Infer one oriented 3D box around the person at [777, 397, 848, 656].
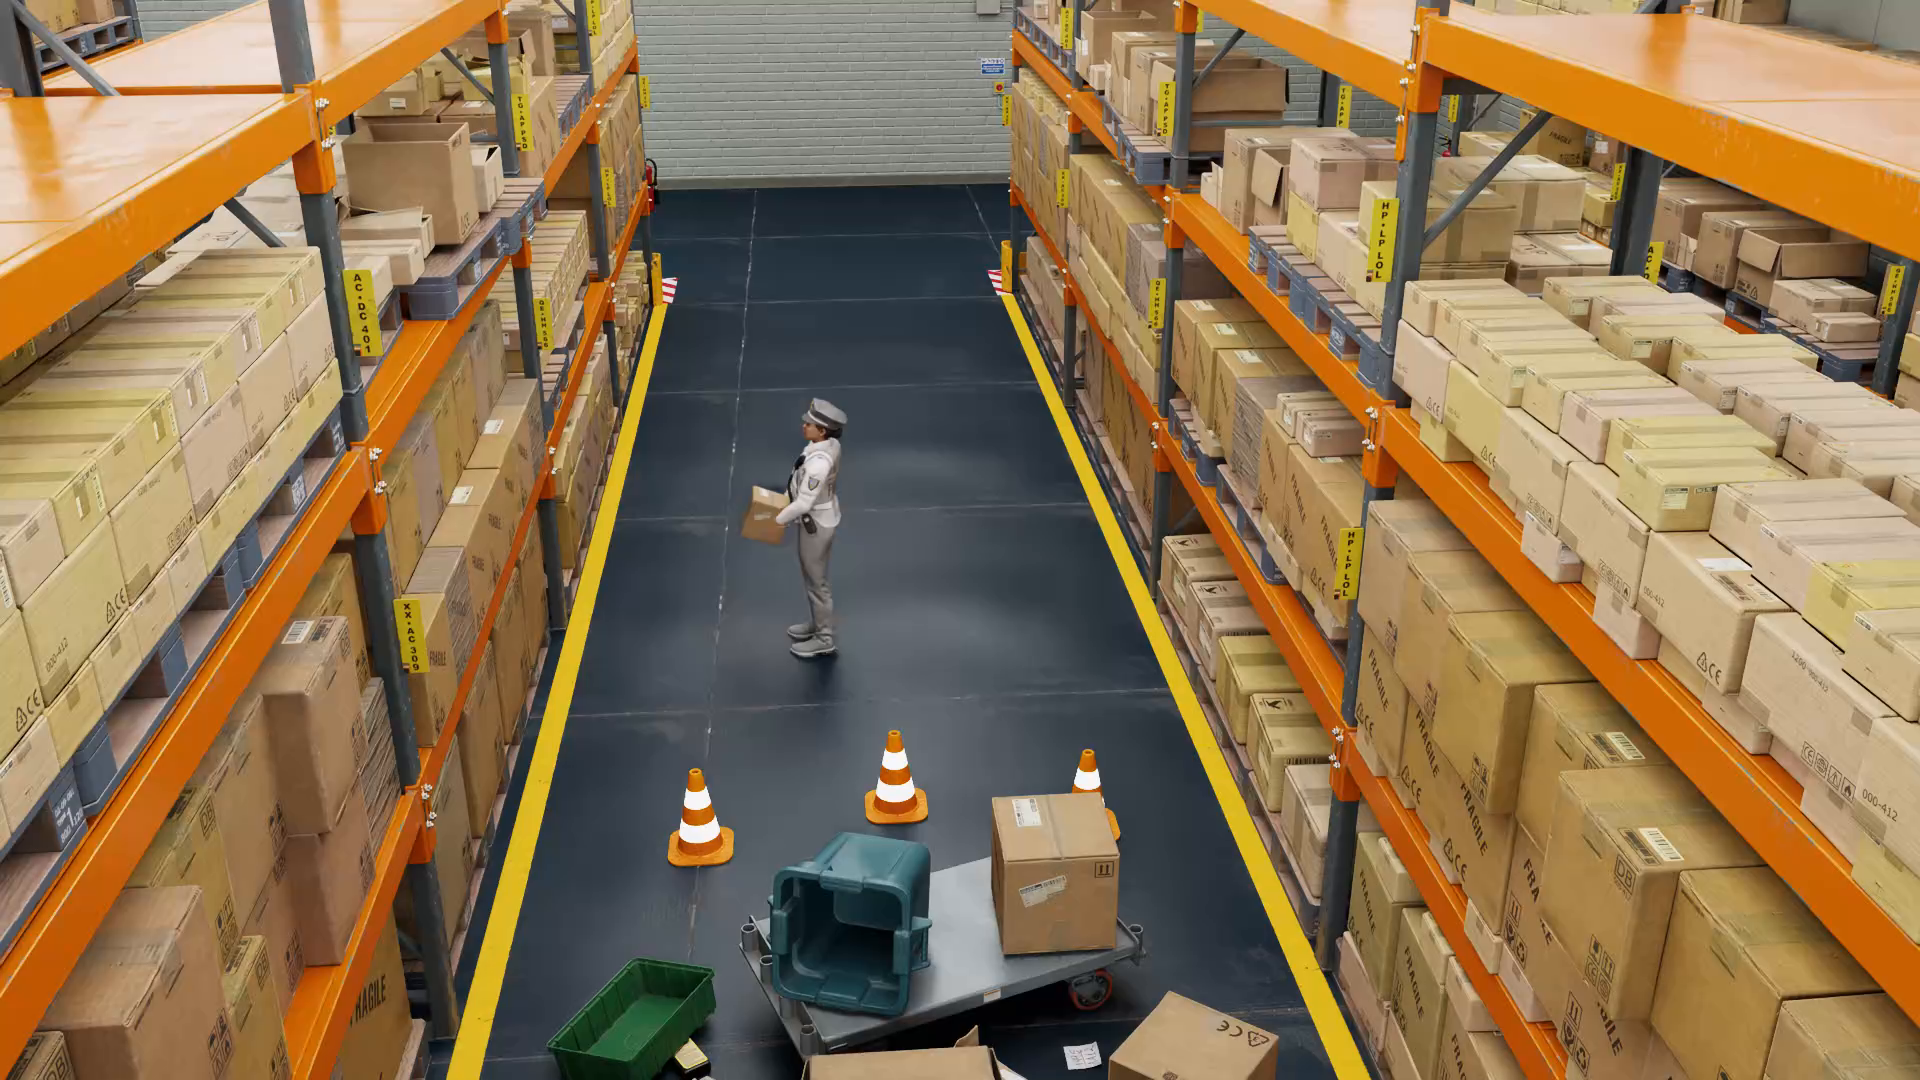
[{"bbox_3d":[-0.957,-0.088,10.457,0.543,1.700,0.471,1,24,3],"label":"person"}]
